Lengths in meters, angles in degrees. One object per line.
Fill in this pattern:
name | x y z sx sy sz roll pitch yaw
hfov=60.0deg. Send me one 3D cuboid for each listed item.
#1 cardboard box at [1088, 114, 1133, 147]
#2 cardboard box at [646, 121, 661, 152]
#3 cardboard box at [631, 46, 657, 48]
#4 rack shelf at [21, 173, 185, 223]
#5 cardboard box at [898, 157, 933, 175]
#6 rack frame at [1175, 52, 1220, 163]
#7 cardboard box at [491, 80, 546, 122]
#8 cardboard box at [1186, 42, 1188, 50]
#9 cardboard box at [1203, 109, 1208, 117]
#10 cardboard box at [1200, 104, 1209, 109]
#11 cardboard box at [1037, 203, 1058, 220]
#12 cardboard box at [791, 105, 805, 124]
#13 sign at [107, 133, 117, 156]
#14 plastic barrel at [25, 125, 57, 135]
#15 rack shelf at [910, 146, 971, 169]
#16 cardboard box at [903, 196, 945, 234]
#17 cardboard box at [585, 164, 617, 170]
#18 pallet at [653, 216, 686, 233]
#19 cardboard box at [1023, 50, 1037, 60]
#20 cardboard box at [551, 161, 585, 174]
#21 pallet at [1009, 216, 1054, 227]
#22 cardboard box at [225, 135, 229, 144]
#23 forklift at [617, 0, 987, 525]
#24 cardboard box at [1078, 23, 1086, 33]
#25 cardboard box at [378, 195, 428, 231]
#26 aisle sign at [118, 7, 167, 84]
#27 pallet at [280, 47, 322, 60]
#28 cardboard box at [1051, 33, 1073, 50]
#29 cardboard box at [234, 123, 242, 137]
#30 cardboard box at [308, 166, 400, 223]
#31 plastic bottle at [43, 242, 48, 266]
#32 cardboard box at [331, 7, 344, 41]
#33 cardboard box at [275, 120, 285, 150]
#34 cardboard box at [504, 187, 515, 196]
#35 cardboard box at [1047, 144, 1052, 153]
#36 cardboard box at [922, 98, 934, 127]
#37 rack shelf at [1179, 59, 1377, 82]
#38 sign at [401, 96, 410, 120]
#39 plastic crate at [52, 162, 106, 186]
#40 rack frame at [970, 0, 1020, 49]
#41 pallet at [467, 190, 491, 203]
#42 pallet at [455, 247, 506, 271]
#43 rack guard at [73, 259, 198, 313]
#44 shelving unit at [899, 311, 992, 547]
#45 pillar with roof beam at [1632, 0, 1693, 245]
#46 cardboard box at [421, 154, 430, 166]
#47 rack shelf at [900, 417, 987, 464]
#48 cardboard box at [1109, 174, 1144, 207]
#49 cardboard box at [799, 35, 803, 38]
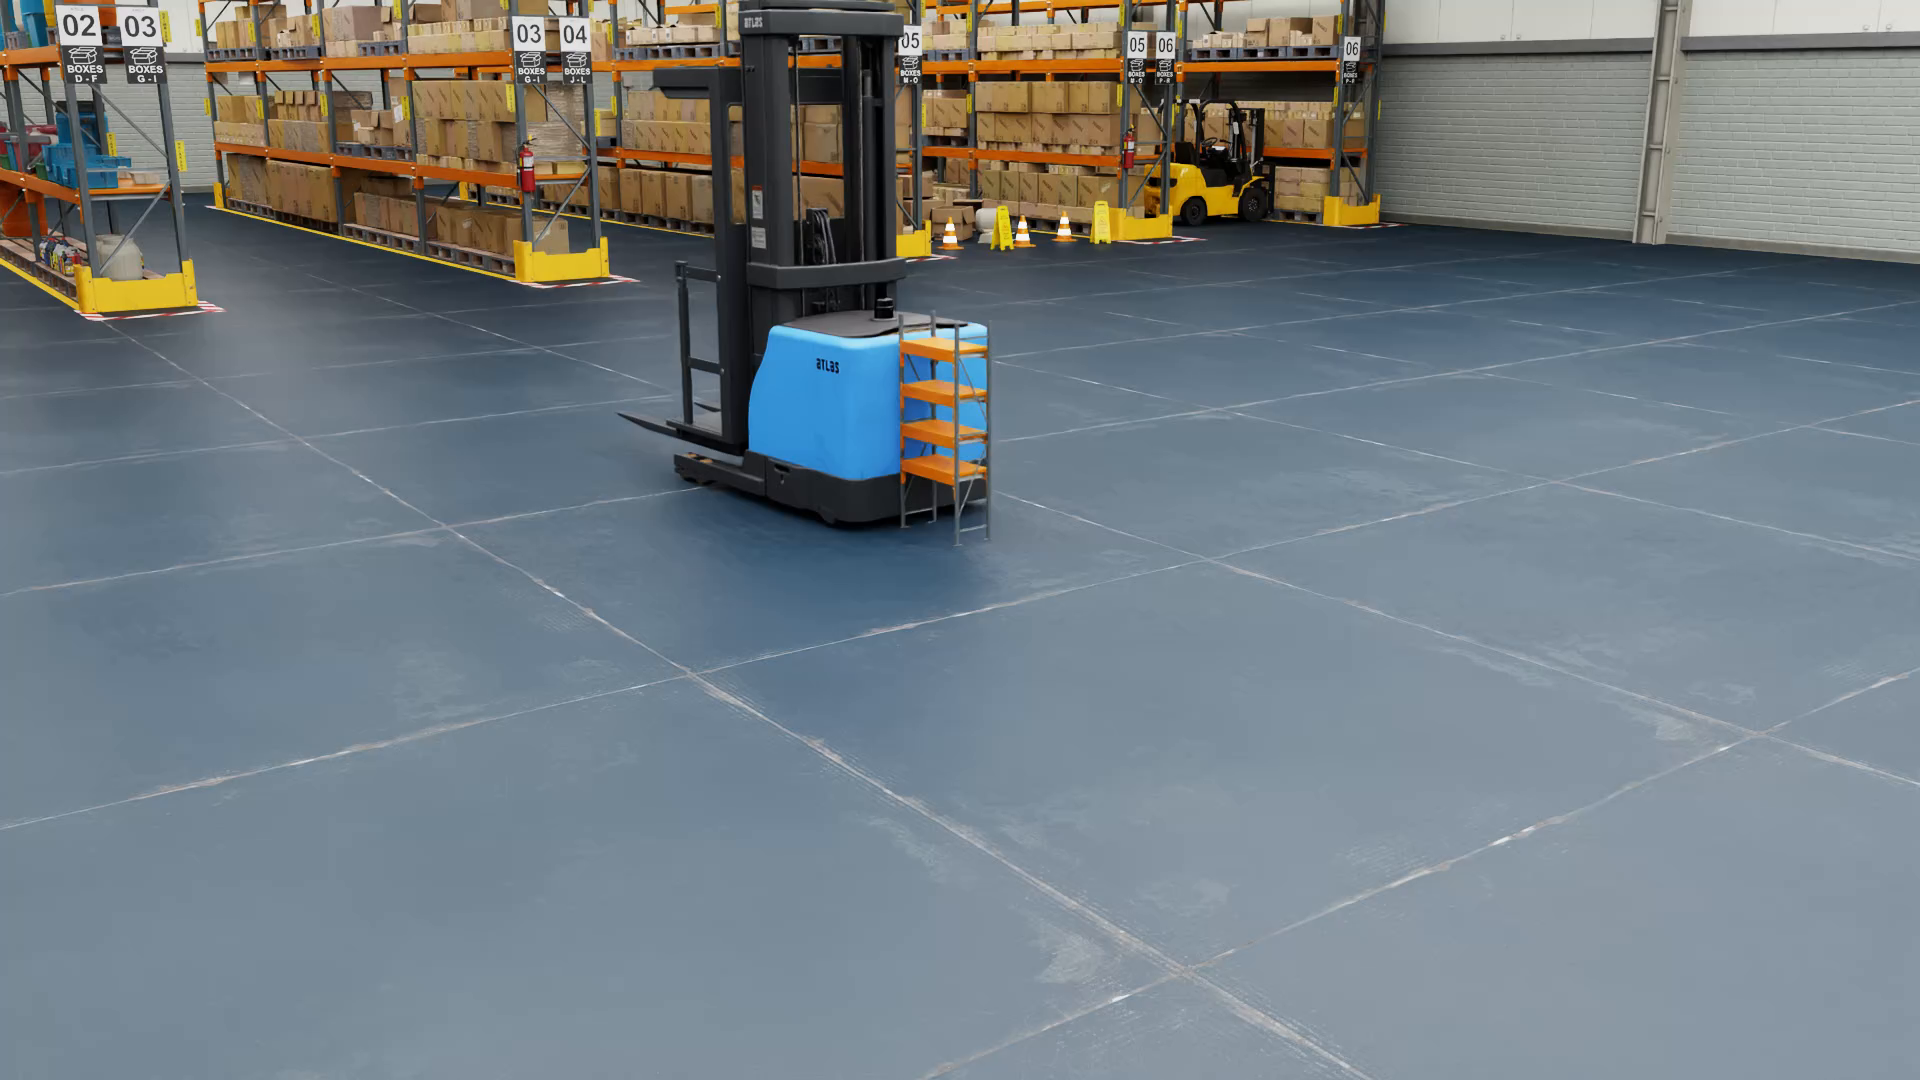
cardboard box | 2.420 -6.597 26.743 0.500 0.500 0.500 -11 19 -36
cardboard box | -5.043 -6.945 28.579 0.500 0.500 0.500 -11 19 -35
cardboard box | -5.807 -8.908 30.071 0.500 0.500 0.500 -11 19 -35
rack shelf | -10.236 -4.105 19.755 1.077 0.370 4.000 -11 19 -35
cardboard box | -1.068 -8.961 40.074 0.700 0.500 0.500 -12 19 -37
rack frame | 4.623 -7.957 32.467 1.000 3.000 0.127 -11 19 -35
cardboard box | -5.577 -5.547 21.013 0.500 0.500 0.500 -11 19 -35
cardboard box | 4.283 -9.745 32.809 0.380 0.149 0.250 -11 19 -35
cardboard box | 4.751 -8.154 31.769 0.380 0.149 0.250 -10 18 -33
cardboard box | 4.812 -8.309 31.769 0.380 0.149 0.250 -11 19 -34
cardboard box | 1.659 -5.562 28.128 0.500 0.250 0.500 -12 19 -37
cardboard box | -2.204 -6.557 25.022 0.875 0.550 0.500 -11 19 -35
sign | -10.961 -5.096 21.487 0.100 0.325 0.005 -11 19 -35
plastic barrel | -13.246 -5.747 24.133 0.600 0.536 0.708 -11 19 -35
rack shelf | -0.566 -7.266 31.305 1.077 0.370 4.000 -11 19 -35
cardboard box | -0.675 -5.374 27.500 0.797 0.637 0.503 -11 19 -35
cardboard box | -6.606 -6.820 30.832 0.500 0.250 0.500 -11 19 -34
pallet | -4.571 -5.465 28.643 1.003 0.211 1.213 -11 19 -35
cardboard box | 1.282 -8.118 27.849 0.380 0.149 0.250 -11 19 -36
cardboard box | -5.029 -4.770 21.299 0.380 0.149 0.250 -11 19 -35
pallet | 1.034 -5.703 29.513 1.003 0.211 1.213 -11 19 -35
cardboard box | -14.063 -7.797 32.359 0.380 0.149 0.250 -11 19 -35
forklift | -1.143 -1.825 10.191 1.130 2.935 3.031 -12 20 -38
cardboard box | 2.131 -8.243 26.796 0.380 0.149 0.250 -11 19 -34
cardboard box | -8.672 -5.132 26.047 0.700 0.500 0.500 -9 18 -30
aisle sign | -8.781 -5.309 17.866 0.394 0.787 0.004 -11 19 -35
pallet | -10.839 -8.225 28.122 1.003 0.211 1.213 -10 18 -32
cardboard box | 1.840 -8.135 27.155 0.500 0.250 0.500 -10 18 -33
cardboard box | -13.483 -7.809 31.644 0.500 0.250 0.500 -11 19 -36
cardboard box | -10.147 -5.830 27.925 1.225 0.875 0.875 -12 19 -37
plastic bottle | -11.367 -3.577 20.788 0.152 0.276 0.135 -10 18 -33
cardboard box | -9.394 -7.989 25.764 0.500 0.500 0.500 -11 19 -34
cardboard box | -11.745 -7.160 29.365 0.500 0.500 0.500 -11 19 -34
cardboard box | -9.153 -7.184 34.246 0.380 0.149 0.250 -11 19 -35
cardboard box | 1.686 -6.587 27.936 0.380 0.149 0.250 -11 19 -35
cardboard box | -0.438 -7.860 30.564 0.500 0.500 0.500 -10 18 -33
rack shelf | 5.799 -8.630 30.606 1.077 0.370 4.000 -11 19 -35
sign | -7.853 -6.119 23.559 0.100 0.325 0.005 -11 19 -35
plastic crate | -9.974 -4.153 18.850 0.499 0.251 0.408 -11 19 -35
rack frame | 0.610 -10.080 28.857 1.000 3.000 0.127 -11 19 -35
pallet | -9.896 -7.418 35.780 1.003 0.211 1.213 -11 19 -35
pallet | -6.261 -3.904 22.941 1.003 0.211 1.213 -11 19 -35
rack guard | -9.143 -2.828 18.462 1.175 0.500 0.348 -11 19 -35
shelving unit | -0.082 -0.611 9.035 0.258 1.200 0.503 -12 19 -37
pillar with roof beam | 7.340 -8.336 22.486 9.100 9.000 0.400 -11 19 -35
cardboard box | -7.386 -5.379 23.522 0.380 0.149 0.250 -11 19 -35
rack shelf | -0.082 -0.546 9.053 0.258 0.148 0.480 -12 19 -37
cardboard box | 2.697 -5.790 27.541 0.500 0.500 0.500 -12 19 -36
cardboard box | -2.199 -7.408 24.270 0.380 0.149 0.250 -11 19 -34
